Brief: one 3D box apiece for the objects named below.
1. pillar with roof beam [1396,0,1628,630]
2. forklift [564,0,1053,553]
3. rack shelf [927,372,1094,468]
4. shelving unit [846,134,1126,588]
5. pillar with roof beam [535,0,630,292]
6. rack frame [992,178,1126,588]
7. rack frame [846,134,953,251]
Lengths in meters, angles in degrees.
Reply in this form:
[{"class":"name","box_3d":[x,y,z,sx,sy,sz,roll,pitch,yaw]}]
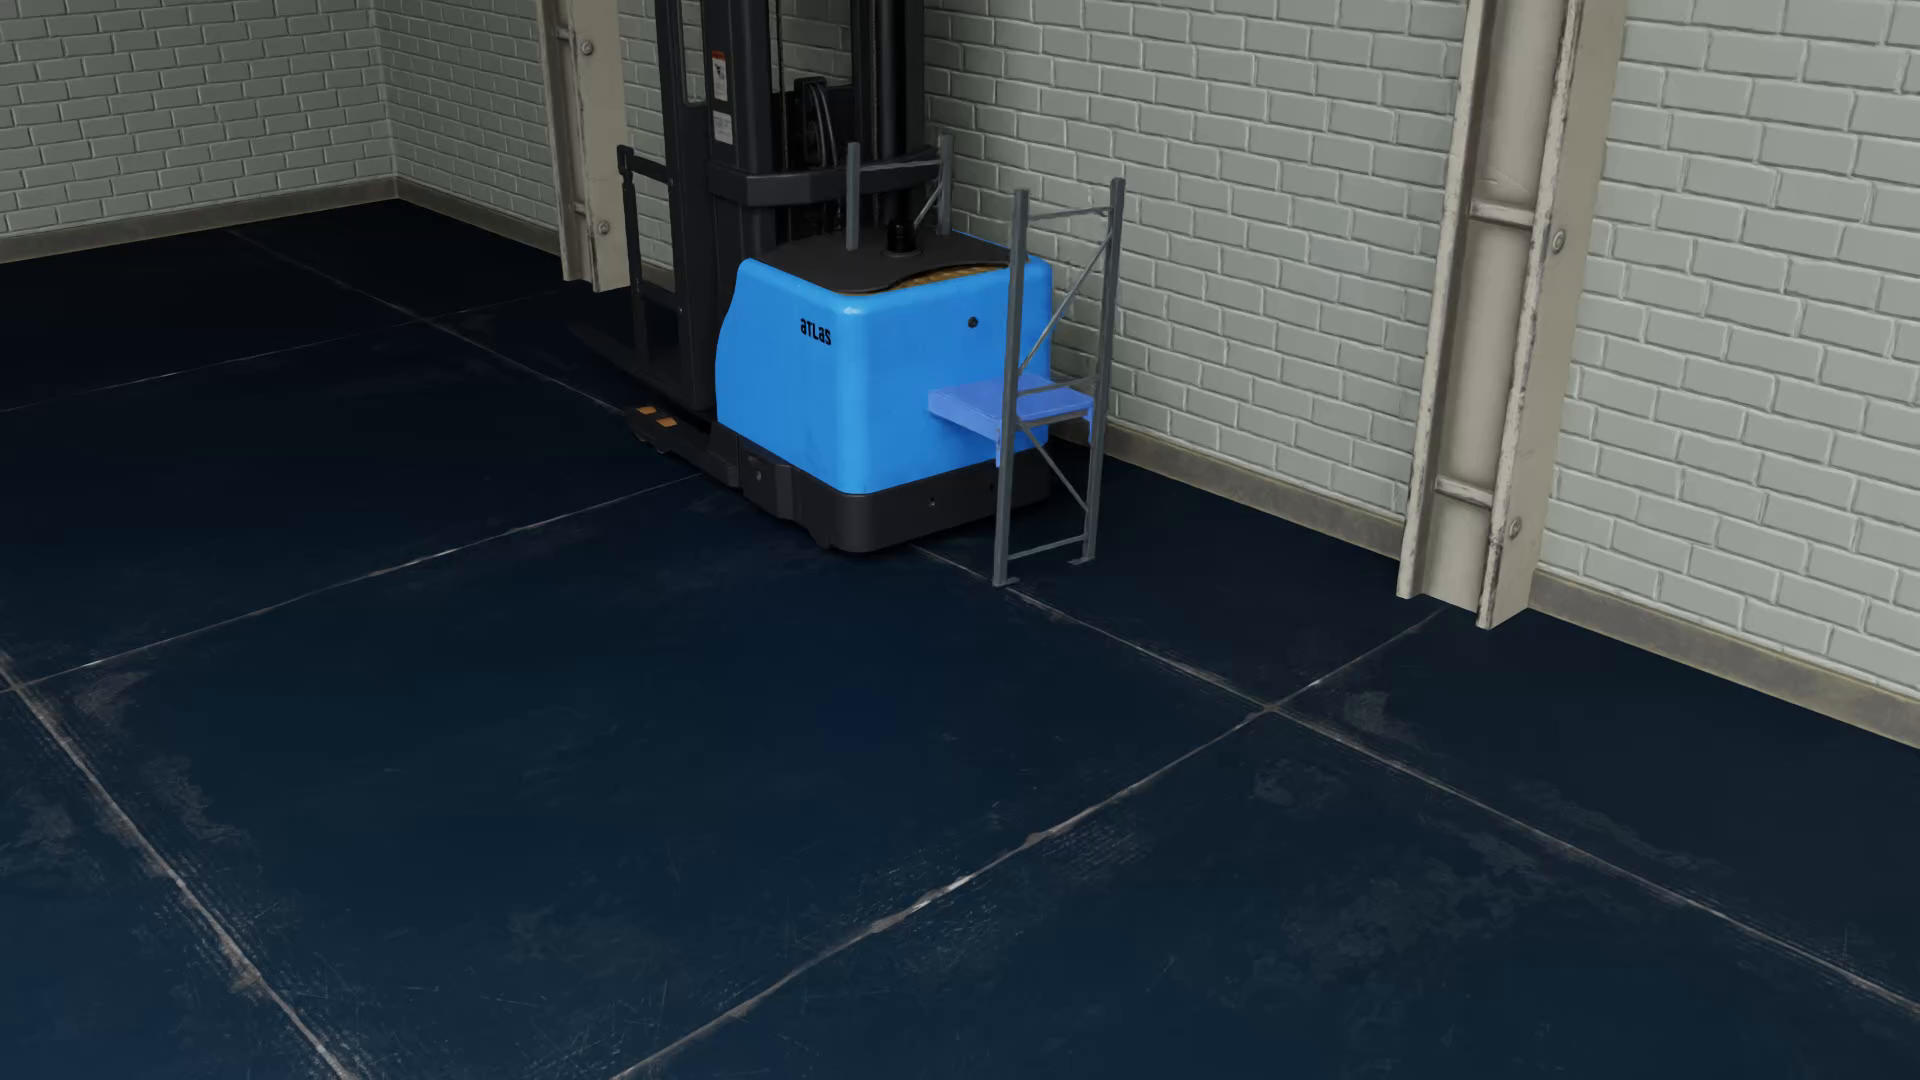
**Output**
[{"class":"pillar with roof beam","box_3d":[-1.249,-2.649,1.715,9.100,9.000,0.400,-21,32,-38]},{"class":"forklift","box_3d":[-0.896,-1.835,7.241,1.130,2.935,3.031,-17,30,-33]},{"class":"rack shelf","box_3d":[0.041,-0.569,6.597,0.538,0.185,1.000,-15,28,-35]},{"class":"shelving unit","box_3d":[0.048,-0.734,6.527,0.538,1.500,1.048,-15,28,-35]},{"class":"pillar with roof beam","box_3d":[-5.350,-4.467,5.700,9.100,9.000,0.400,-21,32,-38]},{"class":"rack frame","box_3d":[0.361,-0.567,6.163,0.500,1.500,0.032,-15,28,-35]},{"class":"rack frame","box_3d":[-0.264,-0.902,6.891,0.500,1.500,0.032,-15,28,-35]}]
